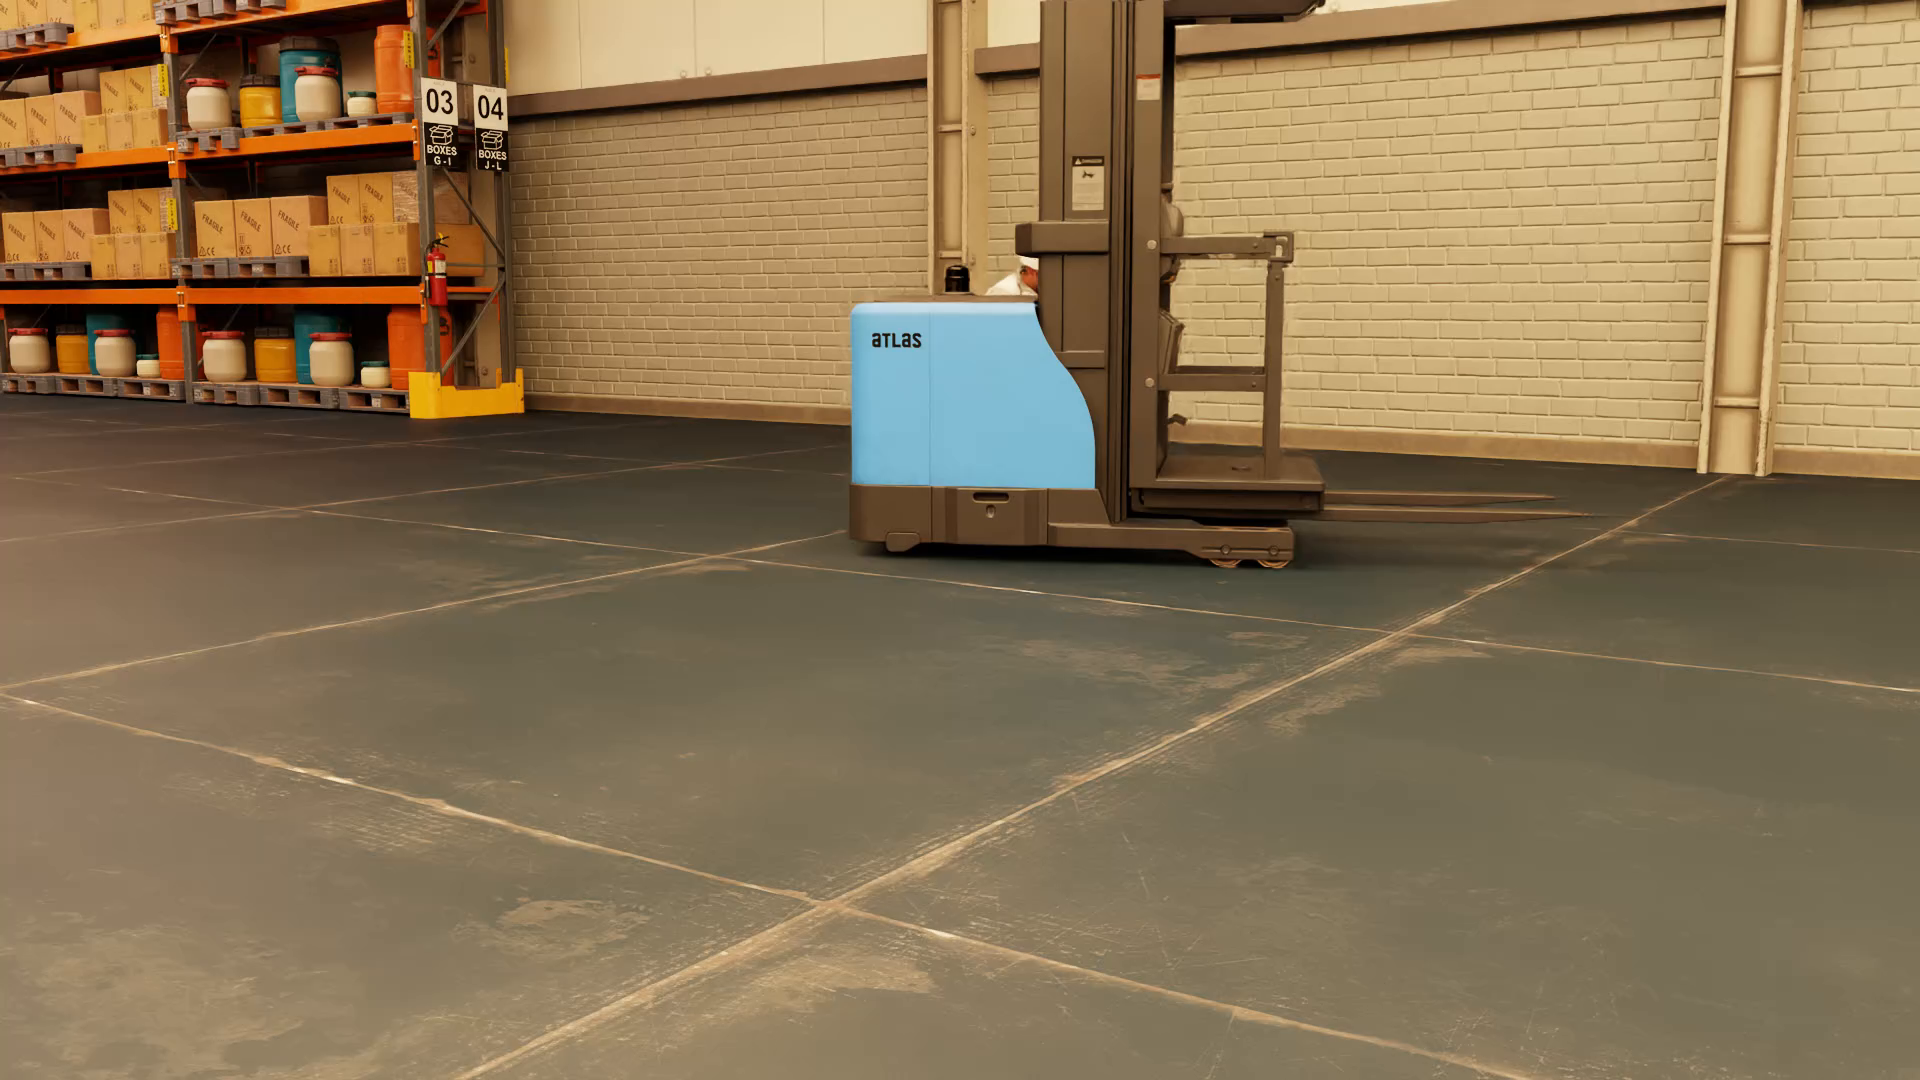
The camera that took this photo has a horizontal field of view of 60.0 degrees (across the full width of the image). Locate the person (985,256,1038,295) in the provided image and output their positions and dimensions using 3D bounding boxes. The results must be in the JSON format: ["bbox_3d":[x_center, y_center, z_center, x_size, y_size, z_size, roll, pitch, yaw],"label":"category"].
[{"bbox_3d":[0.487,-0.808,8.364,0.824,1.443,1.278,7,11,41],"label":"person"}]

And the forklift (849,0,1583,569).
[{"bbox_3d":[1.089,-1.414,7.134,3.031,2.935,1.130,1,8,10],"label":"forklift"}]
